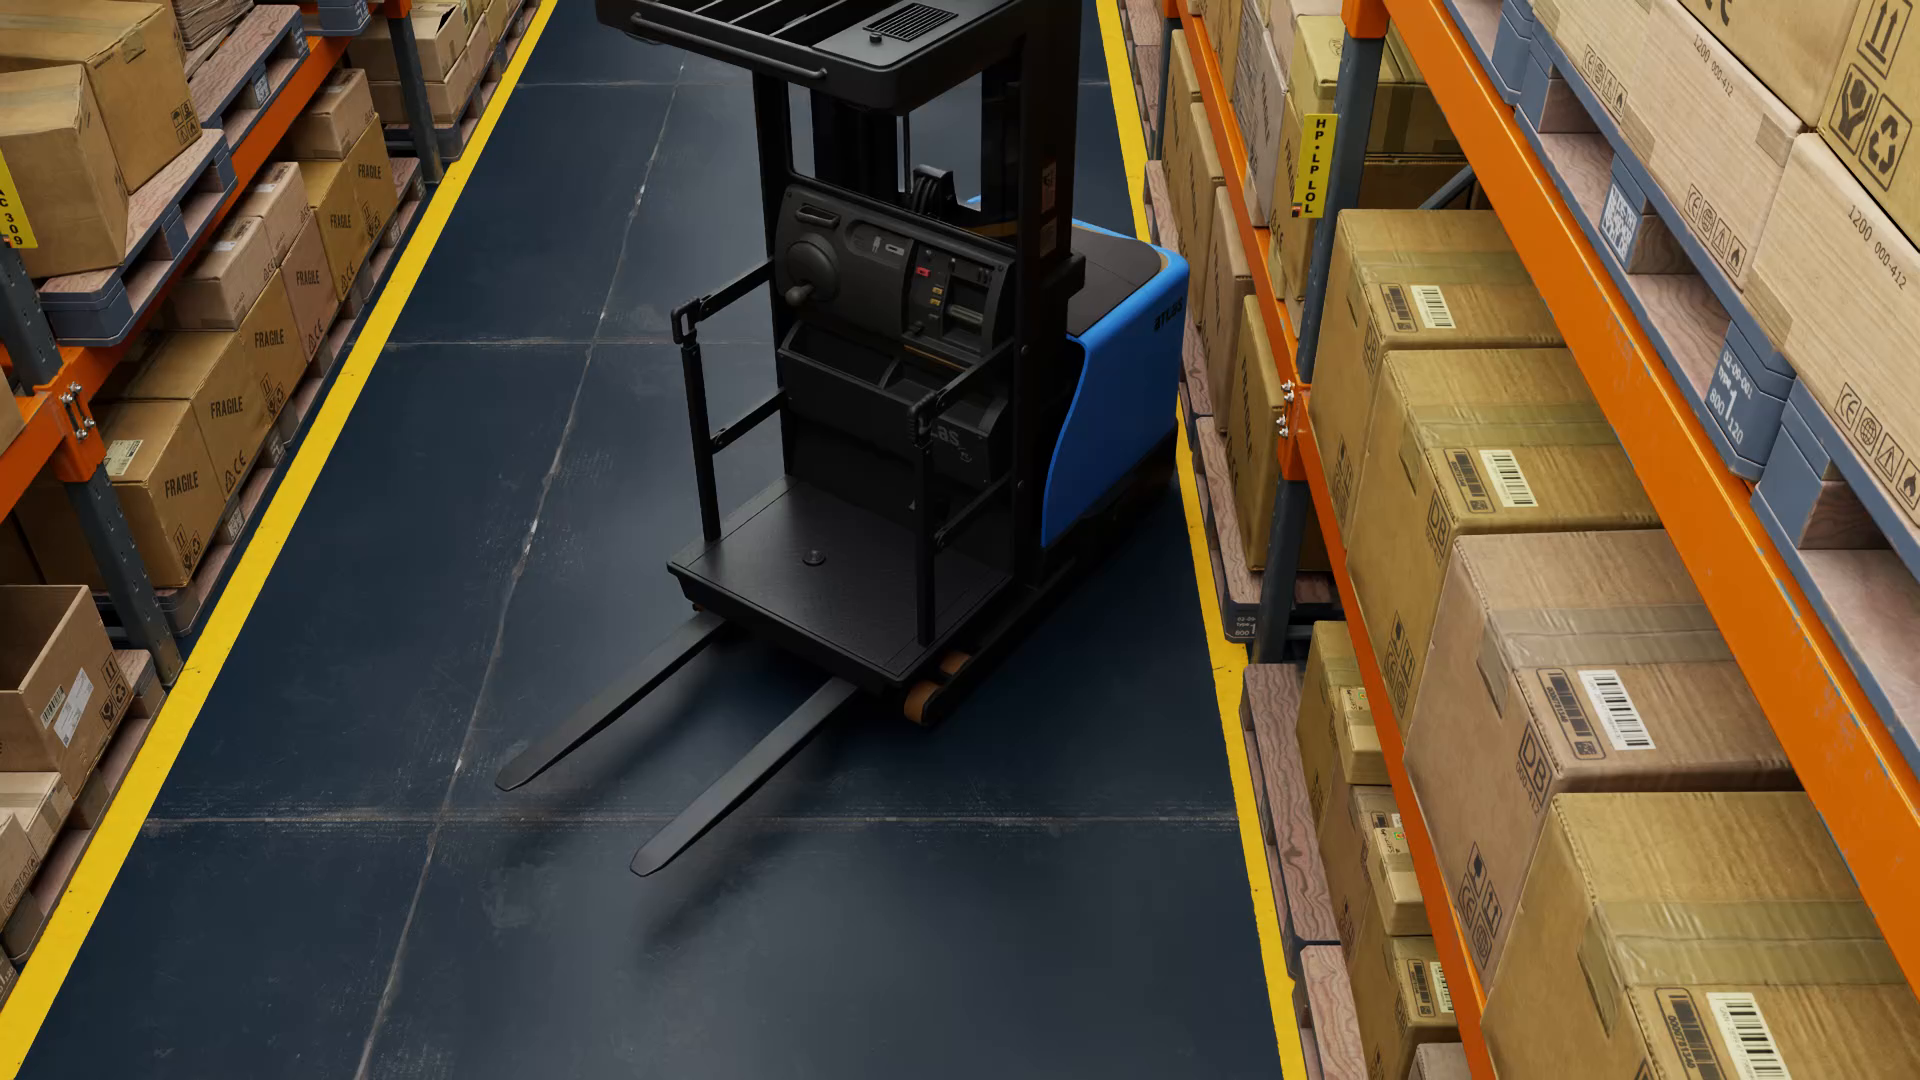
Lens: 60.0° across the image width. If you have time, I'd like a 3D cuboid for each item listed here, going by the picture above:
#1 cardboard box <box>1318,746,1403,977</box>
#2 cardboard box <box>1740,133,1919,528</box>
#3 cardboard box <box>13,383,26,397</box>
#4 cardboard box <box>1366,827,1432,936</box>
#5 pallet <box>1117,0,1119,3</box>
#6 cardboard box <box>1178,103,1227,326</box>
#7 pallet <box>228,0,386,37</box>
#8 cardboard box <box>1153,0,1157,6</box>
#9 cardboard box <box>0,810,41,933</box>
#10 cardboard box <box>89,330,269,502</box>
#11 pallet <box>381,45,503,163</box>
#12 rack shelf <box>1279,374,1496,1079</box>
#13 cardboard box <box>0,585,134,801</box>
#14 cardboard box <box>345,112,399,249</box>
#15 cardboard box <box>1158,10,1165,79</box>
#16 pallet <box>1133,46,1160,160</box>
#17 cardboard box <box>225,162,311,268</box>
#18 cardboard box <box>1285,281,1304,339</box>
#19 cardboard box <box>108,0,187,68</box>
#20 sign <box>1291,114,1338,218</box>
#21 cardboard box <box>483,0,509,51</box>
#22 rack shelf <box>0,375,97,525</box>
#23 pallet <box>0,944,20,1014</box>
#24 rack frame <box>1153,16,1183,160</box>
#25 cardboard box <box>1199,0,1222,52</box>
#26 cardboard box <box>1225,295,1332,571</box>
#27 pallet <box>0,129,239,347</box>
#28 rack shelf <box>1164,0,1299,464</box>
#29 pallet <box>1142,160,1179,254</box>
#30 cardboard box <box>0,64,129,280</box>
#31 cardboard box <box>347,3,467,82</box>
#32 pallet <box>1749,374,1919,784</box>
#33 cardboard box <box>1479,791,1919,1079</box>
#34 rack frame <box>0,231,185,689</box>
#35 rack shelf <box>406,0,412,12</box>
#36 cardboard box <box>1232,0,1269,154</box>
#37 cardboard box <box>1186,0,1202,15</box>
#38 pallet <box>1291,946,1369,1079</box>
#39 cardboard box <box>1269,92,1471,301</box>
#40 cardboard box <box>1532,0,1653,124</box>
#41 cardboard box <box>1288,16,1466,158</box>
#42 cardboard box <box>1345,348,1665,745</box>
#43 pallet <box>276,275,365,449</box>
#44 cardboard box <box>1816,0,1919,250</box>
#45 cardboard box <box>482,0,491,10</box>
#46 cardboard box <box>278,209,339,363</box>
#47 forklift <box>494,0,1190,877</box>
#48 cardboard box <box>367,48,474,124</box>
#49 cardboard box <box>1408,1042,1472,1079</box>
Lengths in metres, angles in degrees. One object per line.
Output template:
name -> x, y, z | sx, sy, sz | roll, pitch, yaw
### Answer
cardboard box -> 1.473, 0.921, 4.865 | 0.700, 0.500, 0.500 | 0, 39, -1
cardboard box -> 1.314, -0.269, 1.993 | 0.500, 0.250, 0.500 | -1, 39, -2
cardboard box -> -3.655, -0.480, 6.598 | 0.500, 0.500, 0.500 | 0, 39, 0
cardboard box -> 1.295, 0.894, 4.380 | 0.380, 0.149, 0.250 | -1, 39, -1
pallet -> 1.571, -4.100, 11.698 | 1.003, 0.211, 1.213 | 0, 39, 0
cardboard box -> 1.437, -1.491, 7.595 | 0.750, 0.750, 0.750 | 0, 39, 0
pallet -> -3.310, -2.669, 7.836 | 1.213, 0.211, 1.003 | 0, 39, 0
cardboard box -> 1.597, -3.769, 10.702 | 0.700, 0.500, 0.500 | 0, 39, 0
cardboard box -> -3.091, 1.036, 4.857 | 0.500, 0.311, 0.500 | 0, 39, 0
cardboard box -> -3.145, -0.499, 6.621 | 0.500, 0.500, 0.500 | 0, 39, 1
pallet -> -3.343, -2.595, 9.819 | 1.003, 0.211, 1.213 | 0, 39, 0
rack shelf -> 1.580, 0.859, 3.855 | 1.077, 0.370, 4.000 | 0, 39, 0
cardboard box -> -3.092, 0.493, 5.383 | 0.500, 0.500, 0.500 | 0, 39, 0
cardboard box -> -3.145, -1.780, 8.219 | 0.500, 0.500, 0.500 | 1, 39, 2
cardboard box -> 1.520, -2.820, 9.518 | 0.700, 0.500, 0.500 | 0, 39, 1
pallet -> 1.574, -2.574, 9.794 | 1.003, 0.211, 1.213 | 0, 39, 0
cardboard box -> -3.135, -1.397, 7.142 | 0.500, 0.250, 0.500 | -1, 39, -1
cardboard box -> 1.294, -0.794, 5.526 | 0.380, 0.149, 0.250 | 0, 39, 0
cardboard box -> -3.440, -1.974, 6.399 | 0.700, 0.500, 0.500 | -9, 40, -11
sign -> 1.035, -1.087, 4.845 | 0.100, 0.325, 0.005 | 0, 39, 0
cardboard box -> -3.096, -3.226, 10.240 | 0.500, 0.250, 0.500 | -1, 39, -1
rack shelf -> -3.374, 0.865, 3.848 | 1.077, 0.370, 4.000 | 0, 39, 0
pallet -> -3.372, 1.616, 4.565 | 1.003, 0.211, 1.213 | 0, 39, 0
rack frame -> 1.573, -3.174, 8.312 | 1.000, 3.000, 0.127 | 0, 39, 0
cardboard box -> 1.309, -2.395, 7.006 | 0.500, 0.500, 0.500 | 0, 39, 0
cardboard box -> 1.447, -0.404, 6.239 | 0.750, 0.750, 0.750 | 0, 39, 0
pallet -> -3.268, -1.092, 5.867 | 1.003, 0.211, 1.213 | 0, 39, 0
rack shelf -> 1.575, -1.643, 6.976 | 1.077, 0.370, 4.000 | 0, 39, 0
pallet -> 1.499, -1.593, 8.569 | 1.003, 0.211, 1.213 | 0, 39, 0
cardboard box -> -3.153, -1.166, 5.391 | 0.700, 0.500, 0.500 | -13, 40, -15
cardboard box -> -3.087, -2.806, 9.267 | 0.500, 0.311, 0.500 | 1, 39, 1
pallet -> 1.571, 0.229, 1.738 | 1.003, 0.211, 1.213 | 0, 39, 0
cardboard box -> 1.560, 0.938, 2.941 | 0.980, 0.700, 0.700 | 0, 39, 0
rack frame -> -3.376, -0.667, 5.183 | 1.000, 3.000, 0.127 | 0, 39, 0
rack shelf -> -3.383, -4.138, 10.090 | 1.077, 0.370, 4.000 | 0, 39, 0
cardboard box -> 1.323, -1.757, 6.210 | 0.500, 0.500, 0.500 | 0, 39, 0
cardboard box -> 1.249, -2.554, 7.723 | 0.380, 0.149, 0.250 | 1, 39, 1
pallet -> 1.505, 1.656, 4.515 | 1.003, 0.211, 1.213 | 0, 39, 0
cardboard box -> 1.325, -1.124, 5.420 | 0.500, 0.500, 0.500 | -1, 39, -1
cardboard box -> 1.309, -0.916, 2.799 | 0.500, 0.250, 0.500 | -1, 39, -1
cardboard box -> 1.321, -1.420, 5.190 | 0.500, 0.250, 0.500 | 1, 39, 1
cardboard box -> 1.557, 0.006, 4.104 | 0.980, 0.700, 0.700 | -1, 39, -1
pallet -> -3.419, -0.852, 7.644 | 1.003, 0.211, 1.213 | 0, 39, 0
cardboard box -> 1.319, -0.549, 1.742 | 0.500, 0.500, 0.500 | 1, 39, 1
cardboard box -> -3.095, -3.453, 10.075 | 0.500, 0.311, 0.500 | -1, 39, -1
cardboard box -> -3.138, -1.128, 7.406 | 0.500, 0.500, 0.500 | -1, 39, -2
forklift -> -0.364, -0.826, 5.437 | 1.130, 2.935, 3.031 | 24, 45, 27
cardboard box -> -3.087, -2.587, 9.442 | 0.500, 0.250, 0.500 | 0, 39, 0
cardboard box -> 1.480, 1.575, 4.049 | 0.700, 0.500, 0.500 | -1, 39, -2
